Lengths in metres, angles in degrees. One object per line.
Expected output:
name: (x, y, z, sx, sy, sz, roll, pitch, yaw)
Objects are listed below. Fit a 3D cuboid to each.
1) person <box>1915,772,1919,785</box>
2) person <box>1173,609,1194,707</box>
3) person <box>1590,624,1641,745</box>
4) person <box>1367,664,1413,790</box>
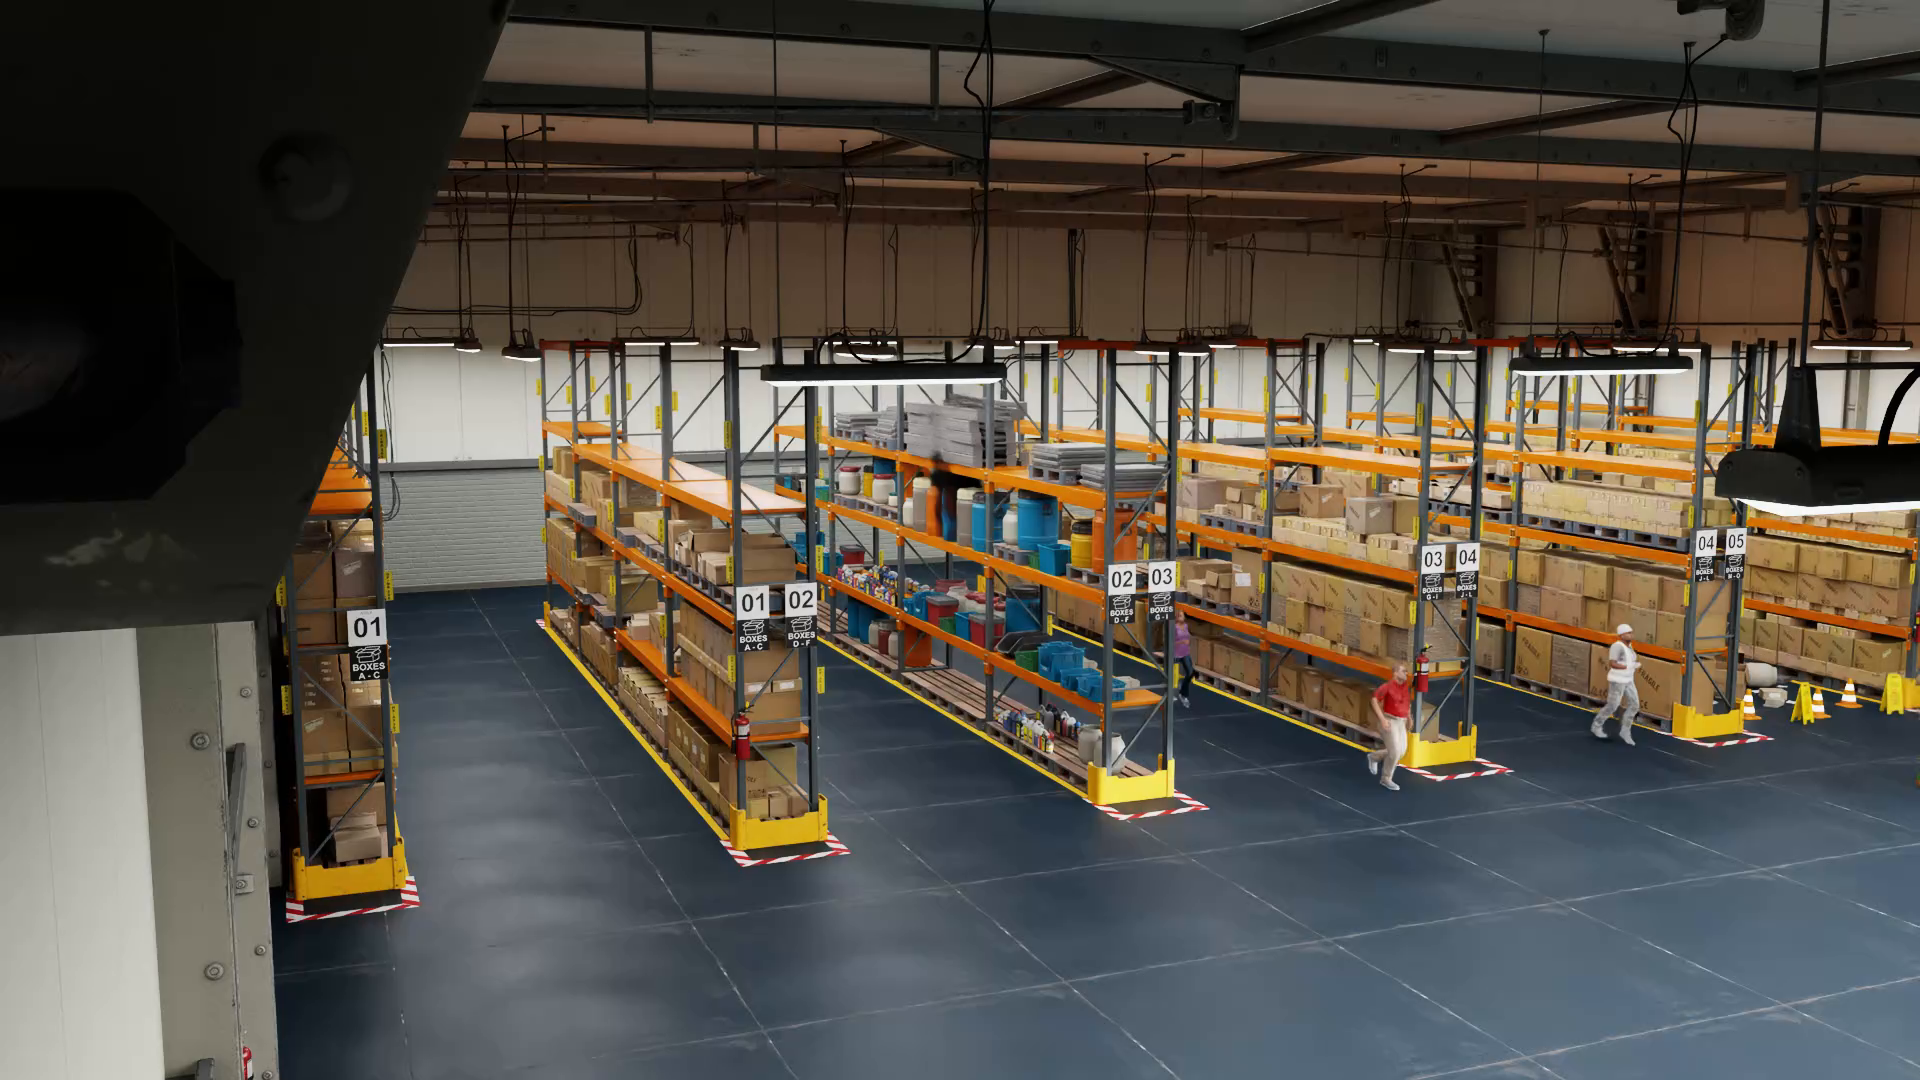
person: (13.424, 2.527, 22.463, 0.807, 1.744, 0.697, 2, 8, 18)
person: (3.658, 1.956, 27.599, 0.514, 1.631, 0.653, -3, 8, -25)
person: (9.990, 2.184, 25.235, 0.707, 1.850, 0.702, 7, 10, 44)
person: (5.953, 2.534, 22.965, 0.704, 1.657, 0.675, -6, 9, -37)
